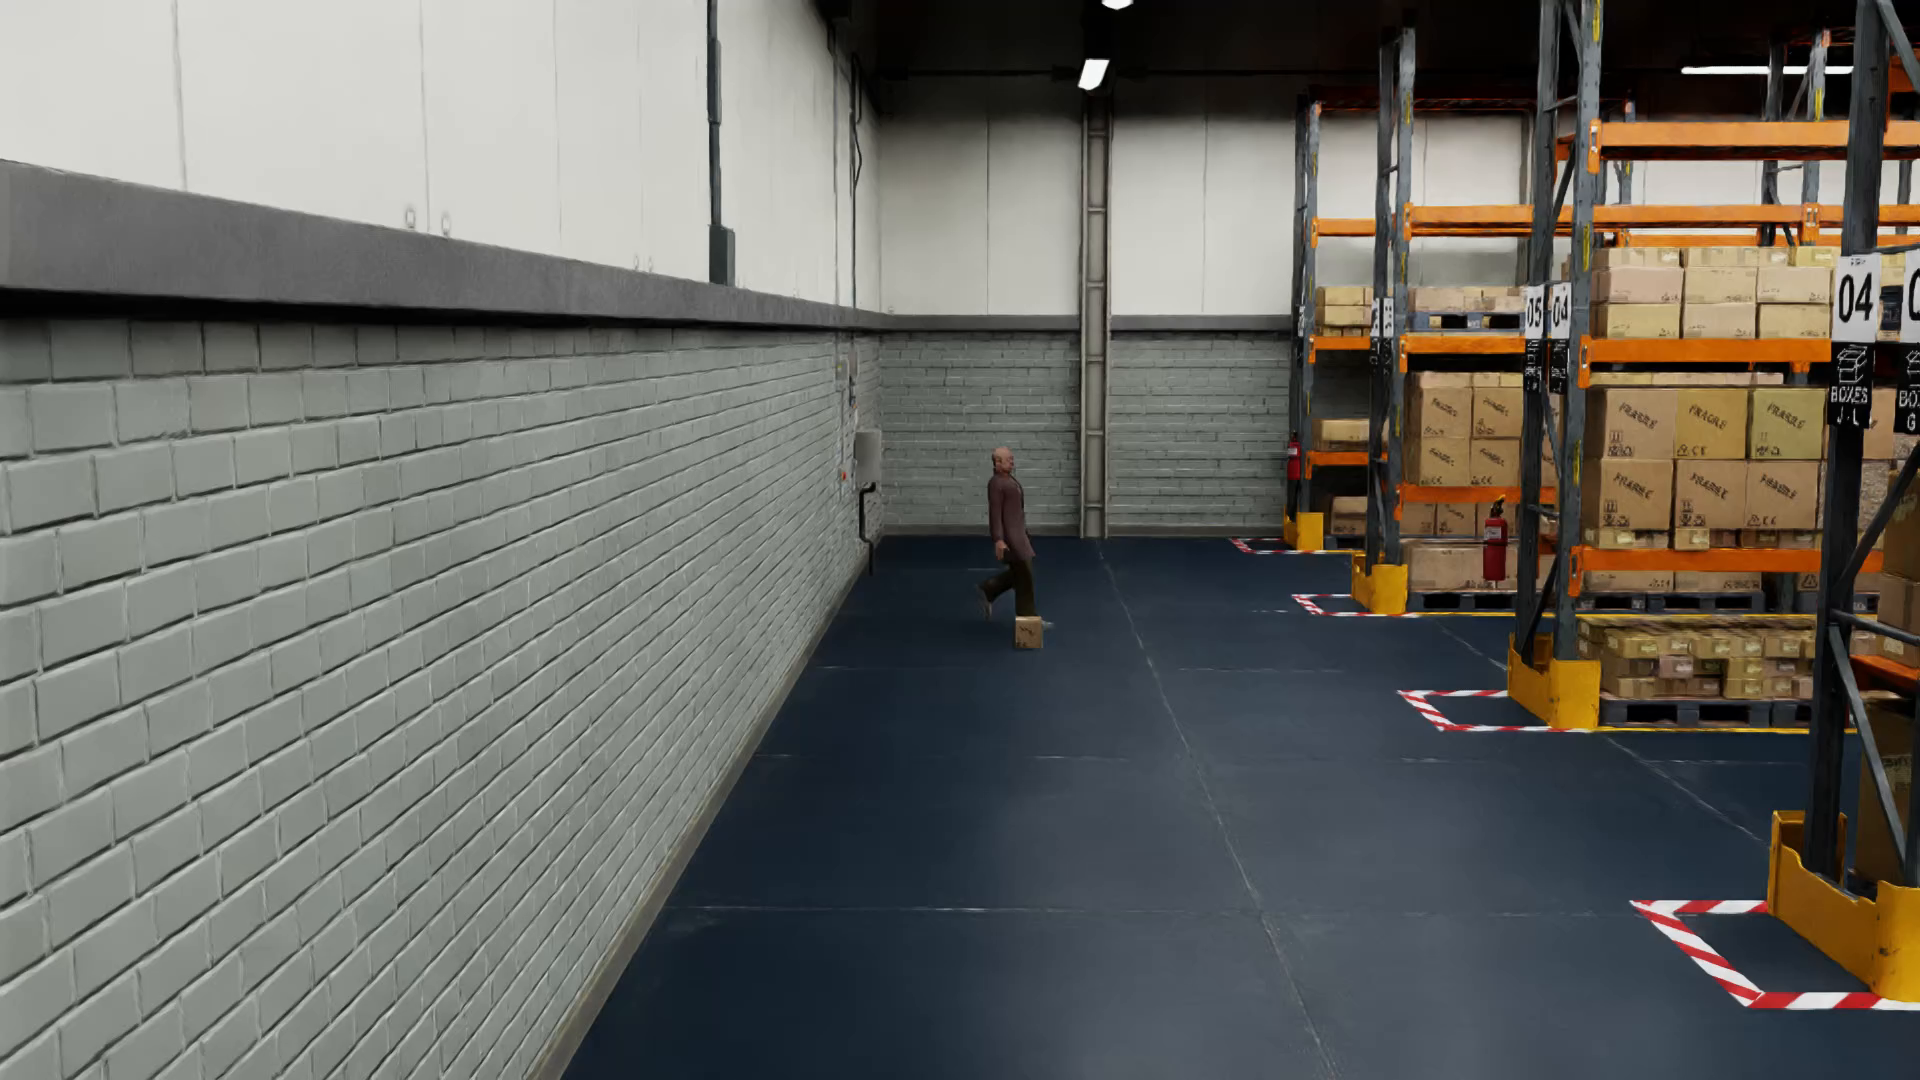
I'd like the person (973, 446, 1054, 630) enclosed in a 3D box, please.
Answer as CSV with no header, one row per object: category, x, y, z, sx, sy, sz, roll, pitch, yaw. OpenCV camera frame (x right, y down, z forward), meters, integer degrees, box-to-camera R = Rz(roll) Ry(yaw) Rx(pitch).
person,0.514,-0.025,16.072,0.819,1.764,0.617,1,7,10
